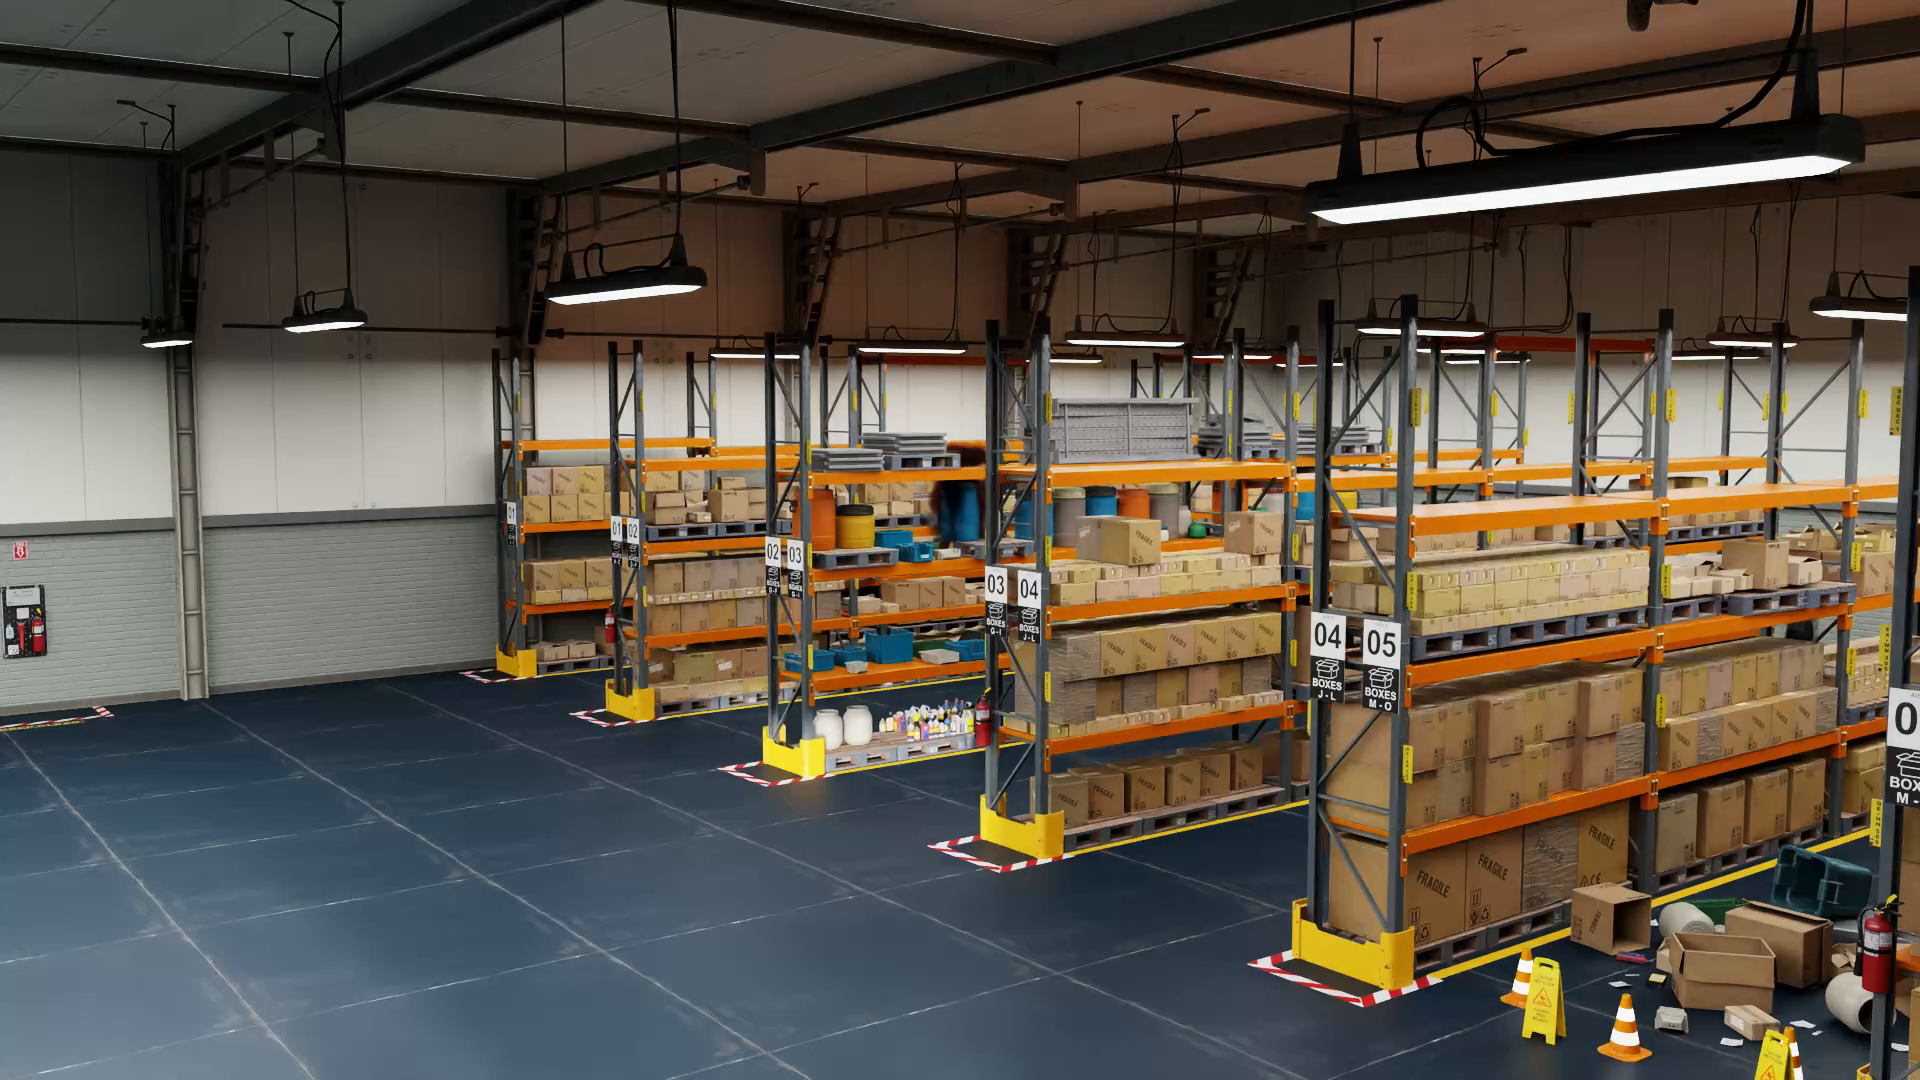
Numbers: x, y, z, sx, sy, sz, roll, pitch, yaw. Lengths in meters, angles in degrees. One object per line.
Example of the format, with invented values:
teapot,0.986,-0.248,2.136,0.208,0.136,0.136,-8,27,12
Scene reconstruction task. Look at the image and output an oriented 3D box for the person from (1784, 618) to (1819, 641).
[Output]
person,14.477,1.799,28.648,0.560,1.712,0.632,3,6,28
